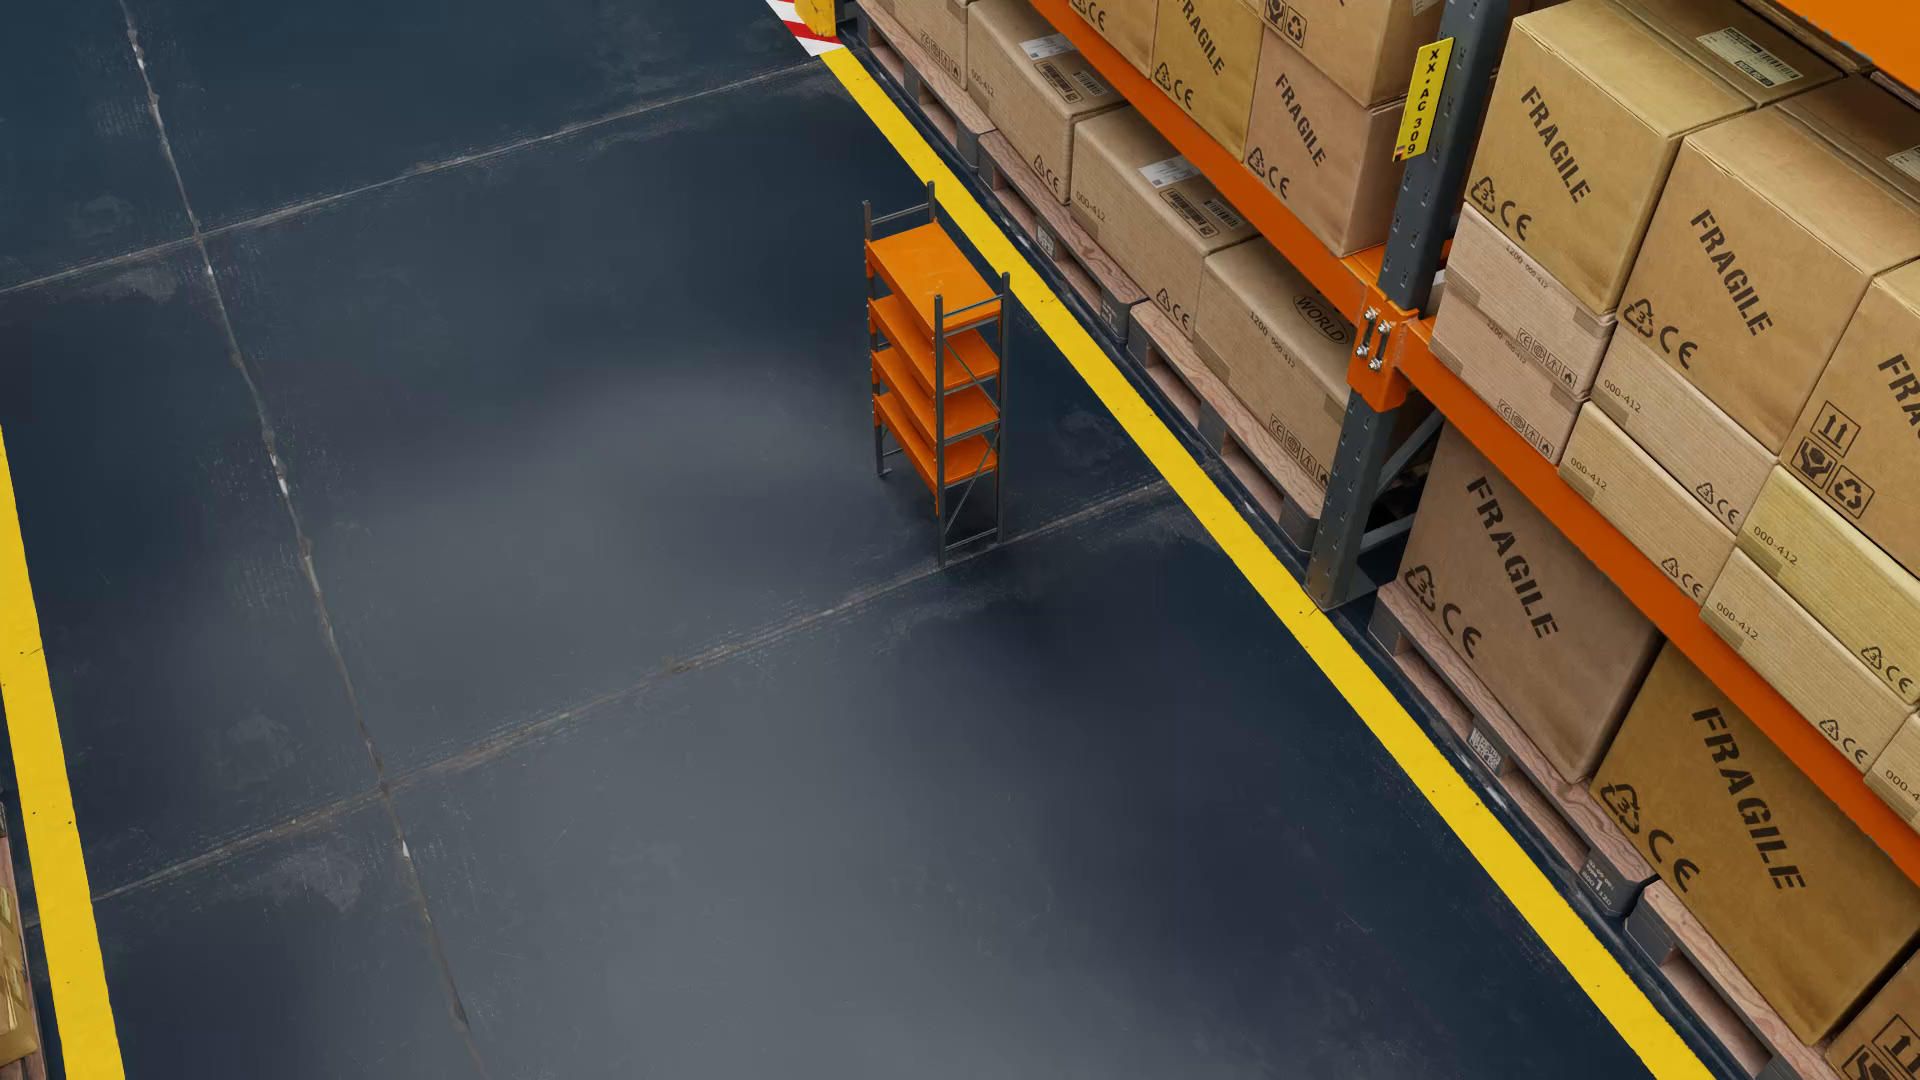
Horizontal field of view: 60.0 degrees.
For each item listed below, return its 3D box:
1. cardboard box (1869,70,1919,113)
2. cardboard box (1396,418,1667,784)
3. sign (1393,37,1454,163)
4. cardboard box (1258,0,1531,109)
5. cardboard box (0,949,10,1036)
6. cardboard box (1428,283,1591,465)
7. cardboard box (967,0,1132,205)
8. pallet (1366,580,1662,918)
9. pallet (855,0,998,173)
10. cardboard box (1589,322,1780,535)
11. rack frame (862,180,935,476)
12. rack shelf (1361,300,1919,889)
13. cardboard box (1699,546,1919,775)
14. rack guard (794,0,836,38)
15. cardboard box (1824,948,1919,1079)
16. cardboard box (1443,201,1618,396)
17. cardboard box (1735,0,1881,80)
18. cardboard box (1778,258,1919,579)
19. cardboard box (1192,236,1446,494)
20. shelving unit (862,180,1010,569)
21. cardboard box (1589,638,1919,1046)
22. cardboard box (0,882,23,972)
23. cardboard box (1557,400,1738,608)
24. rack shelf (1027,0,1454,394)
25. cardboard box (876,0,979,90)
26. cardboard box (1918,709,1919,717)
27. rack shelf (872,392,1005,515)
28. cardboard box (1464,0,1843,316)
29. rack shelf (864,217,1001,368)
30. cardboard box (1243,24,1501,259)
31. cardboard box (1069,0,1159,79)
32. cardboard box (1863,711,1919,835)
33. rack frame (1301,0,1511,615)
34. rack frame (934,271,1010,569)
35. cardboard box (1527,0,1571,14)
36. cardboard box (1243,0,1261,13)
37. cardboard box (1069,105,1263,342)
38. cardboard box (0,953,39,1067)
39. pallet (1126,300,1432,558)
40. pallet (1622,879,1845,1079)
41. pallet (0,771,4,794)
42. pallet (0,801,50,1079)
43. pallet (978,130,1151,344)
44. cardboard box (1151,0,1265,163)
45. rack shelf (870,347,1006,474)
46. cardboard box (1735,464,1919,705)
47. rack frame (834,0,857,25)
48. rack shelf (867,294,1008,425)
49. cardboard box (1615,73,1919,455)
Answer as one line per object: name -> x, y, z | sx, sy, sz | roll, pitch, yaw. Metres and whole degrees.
cardboard box -> 2.295, -0.759, 3.691 | 0.500, 0.500, 0.500 | -20, 52, -17
cardboard box -> 1.979, -0.005, 4.894 | 0.875, 0.875, 0.875 | -20, 52, -16
sign -> 1.131, -1.072, 4.067 | 0.100, 0.325, 0.005 | -21, 52, -18
cardboard box -> 1.162, -1.536, 4.370 | 0.500, 0.500, 0.500 | -22, 52, -18
cardboard box -> -2.613, 1.169, 4.152 | 0.380, 0.149, 0.250 | -19, 51, -16
cardboard box -> 1.590, -0.519, 4.311 | 0.500, 0.250, 0.500 | -22, 52, -18
cardboard box -> 0.611, -1.909, 6.850 | 0.875, 0.438, 0.875 | -20, 52, -17
pallet -> 2.044, 0.455, 5.212 | 1.003, 0.211, 1.213 | -21, 52, -18
pallet -> 0.229, -2.204, 7.538 | 1.003, 0.211, 1.213 | -21, 52, -18
cardboard box -> 1.838, -0.338, 3.820 | 0.500, 0.250, 0.500 | -20, 52, -17
rack frame -> -0.187, -0.669, 5.538 | 0.240, 1.200, 0.015 | -21, 52, -18
rack shelf -> 2.539, 0.622, 3.691 | 1.077, 0.370, 4.000 | -21, 52, -18
cardboard box -> 2.049, 0.176, 3.703 | 0.500, 0.250, 0.500 | -22, 52, -18
rack guard -> -0.218, -2.824, 7.888 | 1.175, 0.500, 0.348 | -21, 52, -18
cardboard box -> 2.808, 1.196, 3.844 | 0.875, 0.875, 0.875 | -21, 52, -17
cardboard box -> 1.574, -0.677, 4.117 | 0.500, 0.250, 0.500 | -23, 53, -19
cardboard box -> 2.052, -1.103, 3.991 | 0.500, 0.500, 0.500 | -20, 52, -16
cardboard box -> 2.054, -0.255, 3.249 | 0.500, 0.500, 0.500 | -22, 52, -18
cardboard box -> 1.432, -0.705, 5.797 | 0.875, 0.438, 0.875 | -22, 52, -18
shelving unit -> -0.076, -0.506, 5.395 | 0.258, 1.200, 0.503 | -21, 52, -18
cardboard box -> 2.399, 0.597, 4.368 | 0.875, 0.875, 0.875 | -20, 52, -16
cardboard box -> -2.734, 1.087, 4.422 | 0.380, 0.149, 0.250 | -20, 52, -16
cardboard box -> 1.829, -0.173, 4.008 | 0.500, 0.250, 0.500 | -22, 52, -18
rack shelf -> 0.709, -2.055, 6.033 | 1.077, 0.370, 4.000 | -21, 52, -18
cardboard box -> 0.184, -2.518, 7.383 | 0.875, 0.438, 0.875 | -23, 53, -19
cardboard box -> 2.278, 0.347, 3.221 | 0.500, 0.250, 0.500 | -23, 53, -19
rack shelf -> -0.076, -0.331, 5.595 | 0.258, 0.148, 0.480 | -21, 52, -18
cardboard box -> 1.570, -0.922, 3.833 | 0.500, 0.500, 0.500 | -21, 52, -17
rack shelf -> -0.076, -0.764, 5.099 | 0.258, 0.148, 0.480 | -21, 52, -18
cardboard box -> 1.184, -1.209, 4.748 | 0.500, 0.500, 0.500 | -21, 52, -17
cardboard box -> 0.701, -1.883, 5.337 | 0.500, 0.500, 0.500 | -22, 52, -18
cardboard box -> 2.270, 0.513, 3.408 | 0.500, 0.250, 0.500 | -22, 52, -18
rack frame -> 1.624, -0.954, 4.591 | 1.000, 3.000, 0.127 | -21, 52, -18
rack frame -> 0.036, -0.342, 5.252 | 0.240, 1.200, 0.015 | -21, 52, -18
cardboard box -> 1.621, -1.718, 4.529 | 0.500, 0.500, 0.500 | -21, 52, -17
cardboard box -> 0.937, -1.879, 4.670 | 0.500, 0.500, 0.500 | -22, 52, -18
cardboard box -> 1.022, -1.304, 6.321 | 0.875, 0.438, 0.875 | -23, 53, -19
cardboard box -> -2.612, 1.265, 4.266 | 0.380, 0.149, 0.250 | -23, 53, -19
pallet -> 1.345, -0.571, 6.110 | 1.003, 0.211, 1.213 | -21, 52, -18
pallet -> 2.606, 1.273, 4.497 | 1.003, 0.211, 1.213 | -21, 52, -18
pallet -> -3.632, 0.482, 5.188 | 1.003, 0.211, 1.213 | -21, 52, -18
pallet -> -3.070, 1.300, 4.473 | 1.003, 0.211, 1.213 | -21, 52, -18
pallet -> 0.783, -1.389, 6.825 | 1.003, 0.211, 1.213 | -21, 52, -18
cardboard box -> 0.944, -1.551, 5.048 | 0.500, 0.500, 0.500 | -22, 52, -18
rack shelf -> -0.076, -0.462, 5.446 | 0.258, 0.148, 0.480 | -21, 52, -18
cardboard box -> 2.045, 0.009, 3.517 | 0.500, 0.250, 0.500 | -21, 52, -17
rack frame -> -0.207, -3.631, 6.933 | 1.000, 3.000, 0.127 | -21, 52, -18
rack shelf -> -0.076, -0.609, 5.278 | 0.258, 0.148, 0.480 | -21, 52, -18
cardboard box -> 1.827, -0.591, 3.544 | 0.500, 0.500, 0.500 | -21, 52, -18
